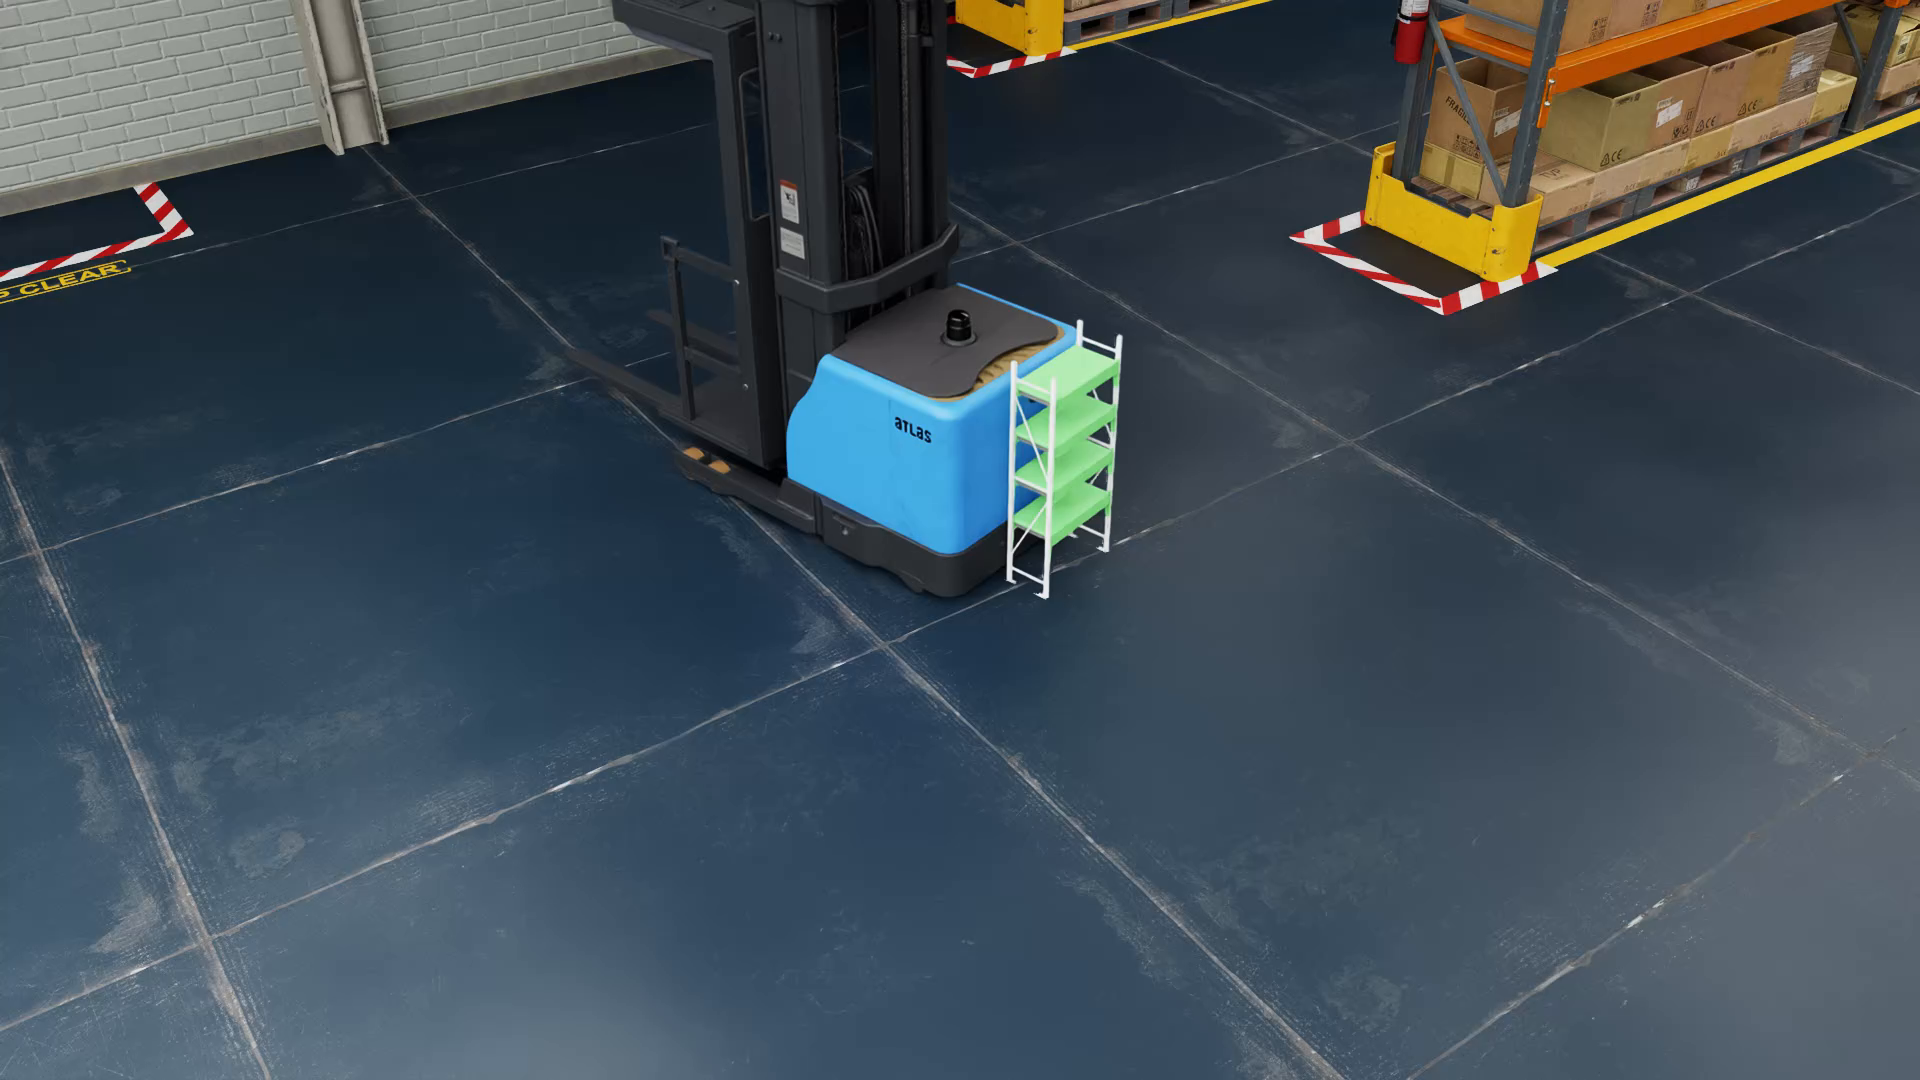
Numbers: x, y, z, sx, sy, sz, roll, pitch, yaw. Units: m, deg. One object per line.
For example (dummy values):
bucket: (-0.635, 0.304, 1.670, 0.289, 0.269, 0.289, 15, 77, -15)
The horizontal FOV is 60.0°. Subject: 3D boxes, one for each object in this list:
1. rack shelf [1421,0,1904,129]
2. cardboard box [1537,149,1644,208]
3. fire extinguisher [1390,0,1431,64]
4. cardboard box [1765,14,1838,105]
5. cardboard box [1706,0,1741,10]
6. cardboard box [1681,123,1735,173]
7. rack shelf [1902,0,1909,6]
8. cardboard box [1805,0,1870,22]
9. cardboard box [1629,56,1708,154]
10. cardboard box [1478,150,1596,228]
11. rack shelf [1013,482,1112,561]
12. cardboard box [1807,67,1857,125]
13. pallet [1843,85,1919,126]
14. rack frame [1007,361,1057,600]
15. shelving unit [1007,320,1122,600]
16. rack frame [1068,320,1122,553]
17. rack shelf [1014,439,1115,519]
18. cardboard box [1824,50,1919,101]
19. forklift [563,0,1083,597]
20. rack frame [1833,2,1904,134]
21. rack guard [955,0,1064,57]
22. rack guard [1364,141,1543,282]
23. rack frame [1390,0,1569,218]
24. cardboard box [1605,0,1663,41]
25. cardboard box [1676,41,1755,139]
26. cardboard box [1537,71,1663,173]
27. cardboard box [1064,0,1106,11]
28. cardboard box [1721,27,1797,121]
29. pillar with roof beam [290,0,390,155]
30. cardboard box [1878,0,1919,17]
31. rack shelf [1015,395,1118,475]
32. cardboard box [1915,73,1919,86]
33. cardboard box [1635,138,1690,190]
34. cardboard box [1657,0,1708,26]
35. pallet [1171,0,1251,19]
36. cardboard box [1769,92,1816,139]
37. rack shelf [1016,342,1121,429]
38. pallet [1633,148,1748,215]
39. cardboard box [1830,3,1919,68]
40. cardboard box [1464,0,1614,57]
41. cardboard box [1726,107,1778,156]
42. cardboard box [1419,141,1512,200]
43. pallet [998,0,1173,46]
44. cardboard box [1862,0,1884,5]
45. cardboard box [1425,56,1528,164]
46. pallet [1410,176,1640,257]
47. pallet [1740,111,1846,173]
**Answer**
rack shelf: (4.840, -3.557, 11.243, 4.000, 0.370, 1.077, -22, 41, -28)
cardboard box: (4.179, -2.475, 11.118, 0.500, 0.250, 0.500, -22, 41, -28)
fire extinguisher: (2.841, -3.327, 10.373, 0.183, 0.674, 0.296, -22, 41, -28)
cardboard box: (5.807, -3.458, 11.842, 0.500, 0.500, 0.500, -22, 41, -28)
cardboard box: (4.858, -3.890, 11.004, 0.500, 0.500, 0.700, -21, 41, -27)
cardboard box: (4.999, -2.809, 11.582, 0.500, 0.250, 0.500, -22, 41, -28)
rack shelf: (8.110, -4.903, 13.114, 4.000, 0.370, 1.077, -22, 41, -28)
cardboard box: (6.641, -4.077, 12.865, 0.500, 0.311, 0.500, -22, 41, -28)
cardboard box: (4.581, -2.953, 11.140, 0.500, 0.500, 0.500, -22, 41, -28)
cardboard box: (3.772, -2.305, 10.881, 0.500, 0.250, 0.500, -22, 41, -28)
rack shelf: (0.477, -0.115, 7.903, 0.258, 0.148, 0.480, 26, 43, 31)
cardboard box: (6.222, -3.316, 12.287, 0.500, 0.250, 0.500, -22, 41, -28)
pallet: (7.055, -3.657, 13.153, 1.213, 0.211, 1.003, -22, 41, -28)
rack frame: (0.322, -0.252, 7.573, 0.240, 1.200, 0.015, 26, 43, 31)
shelving unit: (0.477, -0.362, 7.725, 0.258, 1.200, 0.503, 26, 43, 31)
rack frame: (0.633, -0.471, 7.878, 0.240, 1.200, 0.015, 26, 43, 31)
rack shelf: (0.477, -0.310, 7.762, 0.258, 0.148, 0.480, 26, 43, 31)
cardboard box: (6.948, -3.594, 12.673, 0.500, 0.250, 0.500, -23, 42, -29)
forklift: (-0.858, -1.642, 8.023, 3.031, 2.935, 1.130, 26, 43, 32)
rack frame: (6.475, -4.522, 11.969, 0.127, 3.000, 1.000, -22, 41, -28)
rack guard: (0.411, -4.550, 14.149, 0.348, 0.500, 1.175, -22, 41, -28)
rack guard: (3.186, -2.154, 10.816, 0.348, 0.500, 1.175, -22, 41, -28)
rack frame: (3.206, -3.177, 10.098, 0.127, 3.000, 1.000, -22, 41, -28)
cardboard box: (4.021, -3.547, 10.527, 0.500, 0.500, 0.700, -21, 41, -27)
cardboard box: (5.000, -3.113, 11.362, 0.500, 0.500, 0.500, -22, 41, -28)
cardboard box: (4.180, -2.779, 10.897, 0.500, 0.500, 0.500, -22, 41, -28)
cardboard box: (0.966, -4.816, 14.304, 0.500, 0.311, 0.500, -28, 44, -33)
cardboard box: (5.400, -3.288, 11.605, 0.500, 0.500, 0.500, -22, 41, -28)
pillar with roof beam: (-2.002, -4.551, 6.870, 0.400, 9.000, 9.100, -22, 41, -28)
cardboard box: (7.369, -3.990, 12.744, 0.500, 0.311, 0.500, -23, 42, -28)
rack shelf: (0.477, -0.505, 7.622, 0.258, 0.148, 0.480, 26, 43, 31)
cardboard box: (7.366, -3.765, 12.911, 0.500, 0.250, 0.500, -21, 41, -27)
cardboard box: (4.588, -2.643, 11.351, 0.500, 0.250, 0.500, -22, 41, -28)
cardboard box: (4.430, -3.711, 10.756, 0.500, 0.500, 0.700, -22, 41, -28)
pallet: (2.092, -5.097, 15.157, 1.213, 0.211, 1.003, -22, 41, -28)
cardboard box: (5.808, -3.153, 12.060, 0.500, 0.250, 0.500, -22, 41, -28)
rack shelf: (0.477, -0.699, 7.482, 0.258, 0.148, 0.480, 26, 43, 31)
pallet: (4.803, -2.730, 11.865, 1.213, 0.211, 1.003, -22, 41, -28)
cardboard box: (6.956, -3.824, 12.513, 0.500, 0.311, 0.500, -22, 41, -28)
cardboard box: (3.594, -3.368, 10.279, 0.500, 0.500, 0.700, -22, 41, -28)
cardboard box: (5.407, -2.977, 11.816, 0.500, 0.250, 0.500, -22, 41, -28)
cardboard box: (3.474, -2.552, 11.225, 0.500, 0.250, 0.500, -22, 41, -28)
pallet: (1.095, -4.690, 14.590, 1.213, 0.211, 1.003, -22, 41, -28)
cardboard box: (7.063, -4.255, 13.112, 0.500, 0.311, 0.500, -21, 41, -27)
cardboard box: (3.472, -2.858, 11.007, 0.500, 0.500, 0.500, -22, 41, -28)
pallet: (3.806, -2.322, 11.297, 1.213, 0.211, 1.003, -22, 41, -28)
pallet: (5.801, -3.143, 12.439, 1.213, 0.211, 1.003, -22, 41, -28)
